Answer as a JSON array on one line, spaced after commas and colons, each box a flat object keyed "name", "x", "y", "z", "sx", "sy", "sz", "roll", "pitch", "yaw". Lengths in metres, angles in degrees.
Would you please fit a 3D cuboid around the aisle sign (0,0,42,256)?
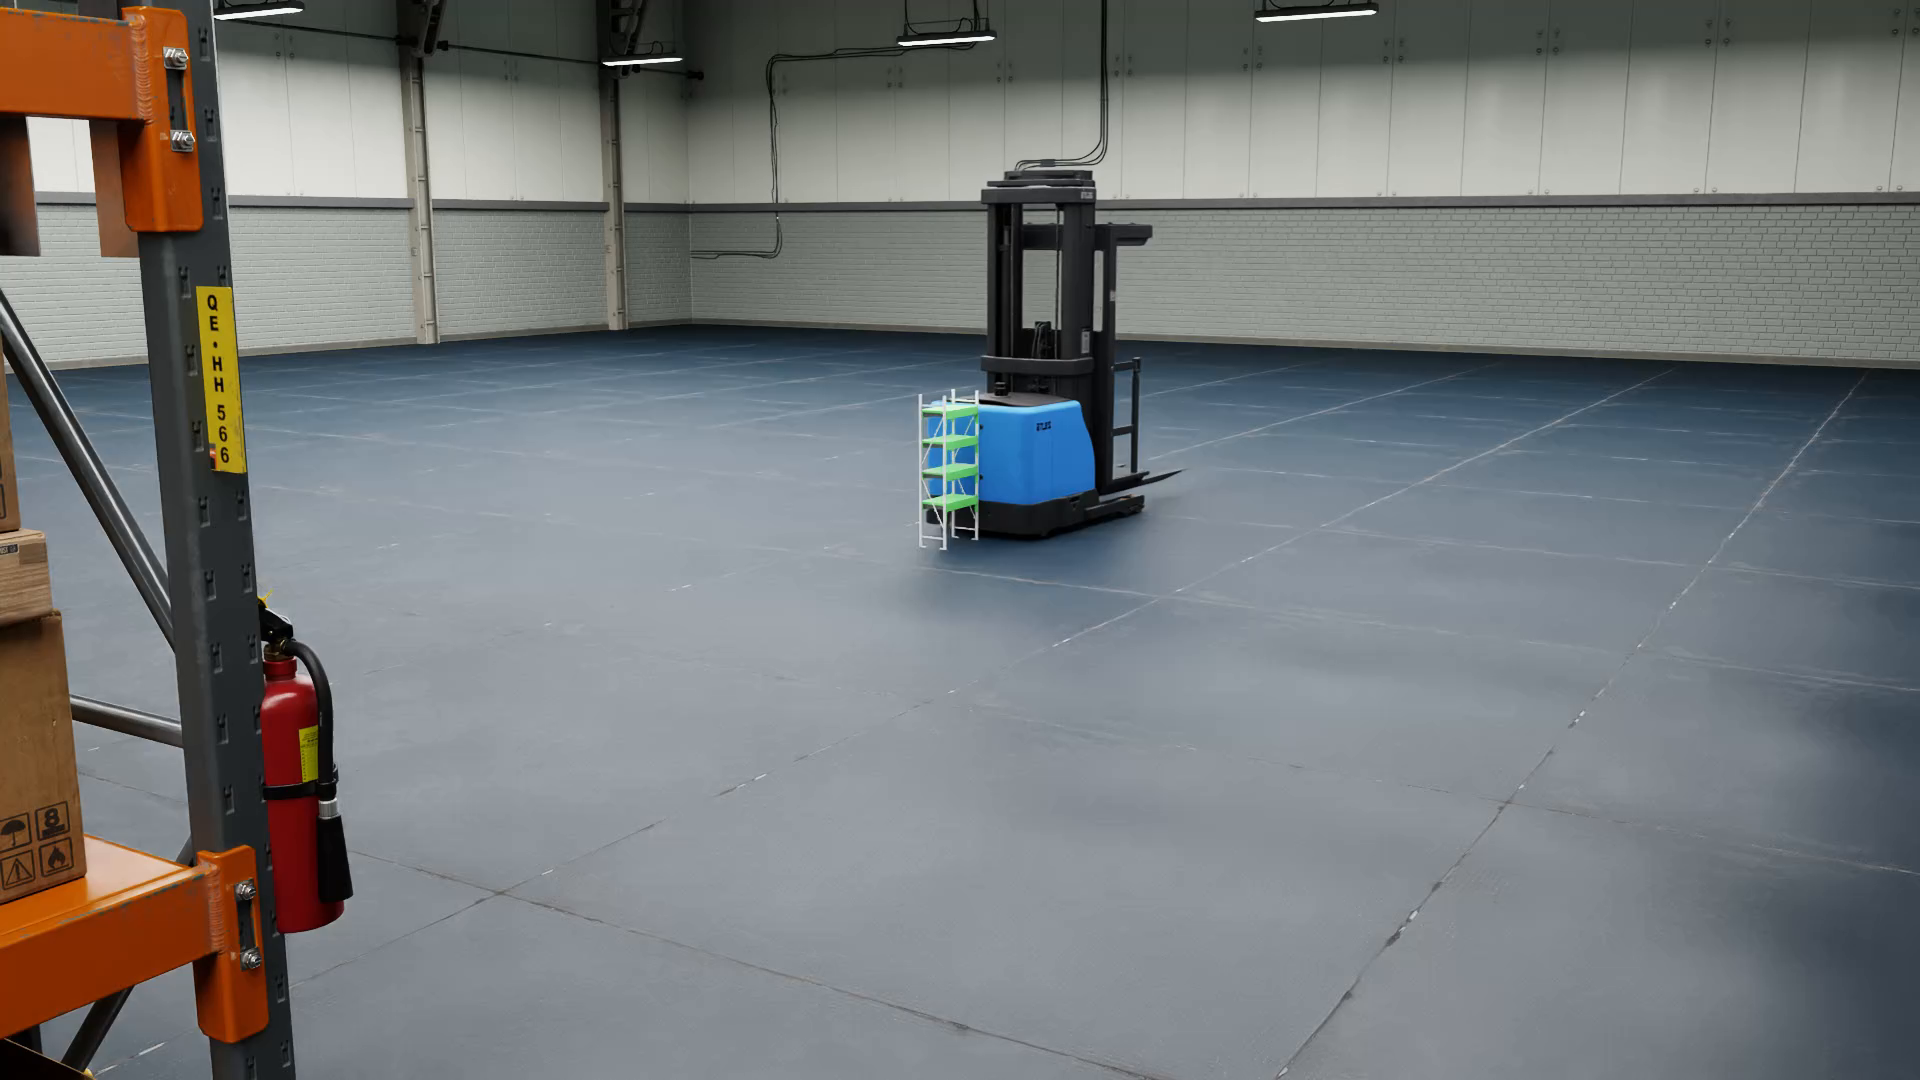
[{"name": "aisle sign", "x": -1.989, "y": -0.968, "z": 3.322, "sx": 0.394, "sy": 0.787, "sz": 0.004, "roll": 6, "pitch": 12, "yaw": 31}]

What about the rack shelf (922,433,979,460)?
[{"name": "rack shelf", "x": -0.086, "y": -0.737, "z": 13.087, "sx": 0.258, "sy": 0.148, "sz": 0.480, "roll": 6, "pitch": 12, "yaw": 31}]

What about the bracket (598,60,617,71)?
[{"name": "bracket", "x": -8.409, "y": -11.331, "z": 39.659, "sx": 0.235, "sy": 0.232, "sz": 0.430, "roll": 6, "pitch": 12, "yaw": 31}]

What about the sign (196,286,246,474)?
[{"name": "sign", "x": -1.305, "y": -0.282, "z": 2.933, "sx": 0.100, "sy": 0.325, "sz": 0.005, "roll": 6, "pitch": 12, "yaw": 31}]

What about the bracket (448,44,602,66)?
[{"name": "bracket", "x": -9.746, "y": -10.926, "z": 37.495, "sx": 0.076, "sy": 0.066, "sz": 4.783, "roll": 6, "pitch": 12, "yaw": 31}]

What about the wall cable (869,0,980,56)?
[{"name": "wall cable", "x": -0.880, "y": -12.636, "z": 38.763, "sx": 3.097, "sy": 2.526, "sz": 0.112, "roll": 6, "pitch": 12, "yaw": 31}]

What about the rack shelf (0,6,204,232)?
[{"name": "rack shelf", "x": -2.800, "y": -0.457, "z": 1.460, "sx": 1.077, "sy": 0.370, "sz": 4.000, "roll": 6, "pitch": 12, "yaw": 31}]

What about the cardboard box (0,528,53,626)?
[{"name": "cardboard box", "x": -1.797, "y": 0.060, "z": 2.862, "sx": 0.380, "sy": 0.149, "sz": 0.250, "roll": 6, "pitch": 12, "yaw": 30}]

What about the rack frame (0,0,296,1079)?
[{"name": "rack frame", "x": -1.759, "y": 0.350, "z": 3.348, "sx": 0.949, "sy": 2.616, "sz": 0.053, "roll": 6, "pitch": 12, "yaw": 31}]

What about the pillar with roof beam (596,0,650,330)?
[{"name": "pillar with roof beam", "x": -4.817, "y": -9.250, "z": 38.323, "sx": 9.100, "sy": 9.000, "sz": 0.548, "roll": 6, "pitch": 12, "yaw": 31}]

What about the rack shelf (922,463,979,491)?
[{"name": "rack shelf", "x": -0.086, "y": -0.501, "z": 13.131, "sx": 0.258, "sy": 0.148, "sz": 0.480, "roll": 6, "pitch": 12, "yaw": 31}]

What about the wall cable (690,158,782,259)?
[{"name": "wall cable", "x": -5.837, "y": -8.472, "z": 42.606, "sx": 3.097, "sy": 2.526, "sz": 0.112, "roll": 6, "pitch": 12, "yaw": 31}]

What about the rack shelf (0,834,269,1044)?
[{"name": "rack shelf", "x": -2.800, "y": 1.018, "z": 1.736, "sx": 1.077, "sy": 0.370, "sz": 4.000, "roll": 6, "pitch": 12, "yaw": 31}]

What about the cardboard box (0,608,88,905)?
[{"name": "cardboard box", "x": -2.015, "y": 0.373, "z": 2.955, "sx": 0.700, "sy": 0.500, "sz": 0.500, "roll": 6, "pitch": 12, "yaw": 31}]

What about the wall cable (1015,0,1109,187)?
[{"name": "wall cable", "x": 2.268, "y": -10.760, "z": 37.149, "sx": 2.305, "sy": 6.003, "sz": 0.169, "roll": 6, "pitch": 12, "yaw": 31}]

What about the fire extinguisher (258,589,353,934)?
[{"name": "fire extinguisher", "x": -1.303, "y": 0.413, "z": 3.219, "sx": 0.296, "sy": 0.674, "sz": 0.183, "roll": 6, "pitch": 12, "yaw": 31}]

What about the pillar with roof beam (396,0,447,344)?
[{"name": "pillar with roof beam", "x": -7.932, "y": -8.306, "z": 33.283, "sx": 9.100, "sy": 9.000, "sz": 0.548, "roll": 6, "pitch": 12, "yaw": 31}]

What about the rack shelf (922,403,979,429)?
[{"name": "rack shelf", "x": -0.086, "y": -0.973, "z": 13.043, "sx": 0.258, "sy": 0.148, "sz": 0.480, "roll": 6, "pitch": 12, "yaw": 31}]

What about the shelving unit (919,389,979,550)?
[{"name": "shelving unit", "x": -0.086, "y": -0.564, "z": 13.119, "sx": 0.258, "sy": 1.200, "sz": 0.503, "roll": 6, "pitch": 12, "yaw": 31}]

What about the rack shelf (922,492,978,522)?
[{"name": "rack shelf", "x": -0.086, "y": -0.265, "z": 13.175, "sx": 0.258, "sy": 0.148, "sz": 0.480, "roll": 6, "pitch": 12, "yaw": 31}]

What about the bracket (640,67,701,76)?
[{"name": "bracket", "x": -7.054, "y": -11.742, "z": 41.851, "sx": 0.076, "sy": 0.066, "sz": 3.189, "roll": 6, "pitch": 12, "yaw": 31}]

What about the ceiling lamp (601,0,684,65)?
[{"name": "ceiling lamp", "x": -6.444, "y": -11.469, "z": 34.313, "sx": 2.000, "sy": 3.185, "sz": 0.800, "roll": 6, "pitch": 12, "yaw": 31}]

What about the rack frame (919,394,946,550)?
[{"name": "rack frame", "x": -0.213, "y": -0.525, "z": 12.914, "sx": 0.240, "sy": 1.200, "sz": 0.015, "roll": 6, "pitch": 12, "yaw": 31}]

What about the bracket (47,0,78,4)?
[{"name": "bracket", "x": -15.977, "y": -9.039, "z": 27.414, "sx": 0.076, "sy": 0.066, "sz": 4.783, "roll": 6, "pitch": 12, "yaw": 31}]

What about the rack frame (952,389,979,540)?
[{"name": "rack frame", "x": 0.041, "y": -0.602, "z": 13.324, "sx": 0.240, "sy": 1.200, "sz": 0.015, "roll": 6, "pitch": 12, "yaw": 31}]

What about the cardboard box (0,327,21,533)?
[{"name": "cardboard box", "x": -2.042, "y": -0.257, "z": 2.791, "sx": 0.700, "sy": 0.500, "sz": 0.500, "roll": 6, "pitch": 12, "yaw": 31}]

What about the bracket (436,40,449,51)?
[{"name": "bracket", "x": -11.093, "y": -10.518, "z": 35.316, "sx": 0.235, "sy": 0.232, "sz": 0.430, "roll": 6, "pitch": 12, "yaw": 31}]

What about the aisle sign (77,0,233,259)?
[{"name": "aisle sign", "x": -1.476, "y": -0.910, "z": 3.016, "sx": 0.394, "sy": 0.787, "sz": 0.004, "roll": 6, "pitch": 12, "yaw": 31}]

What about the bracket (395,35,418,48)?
[{"name": "bracket", "x": -11.524, "y": -10.388, "z": 34.619, "sx": 0.235, "sy": 0.232, "sz": 0.430, "roll": 6, "pitch": 12, "yaw": 31}]

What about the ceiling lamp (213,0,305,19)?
[{"name": "ceiling lamp", "x": -11.173, "y": -10.036, "z": 26.660, "sx": 2.000, "sy": 3.185, "sz": 0.800, "roll": 6, "pitch": 12, "yaw": 31}]

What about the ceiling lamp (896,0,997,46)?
[{"name": "ceiling lamp", "x": -0.128, "y": -10.763, "z": 30.542, "sx": 2.000, "sy": 3.185, "sz": 0.800, "roll": 6, "pitch": 12, "yaw": 31}]

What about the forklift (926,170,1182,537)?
[{"name": "forklift", "x": 0.967, "y": -1.688, "z": 14.420, "sx": 1.130, "sy": 2.935, "sz": 3.031, "roll": 7, "pitch": 13, "yaw": 34}]

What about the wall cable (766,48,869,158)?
[{"name": "wall cable", "x": -3.525, "y": -10.696, "z": 40.761, "sx": 3.097, "sy": 2.526, "sz": 0.112, "roll": 6, "pitch": 12, "yaw": 31}]

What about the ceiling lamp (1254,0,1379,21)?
[{"name": "ceiling lamp", "x": 5.906, "y": -10.088, "z": 26.939, "sx": 2.000, "sy": 3.185, "sz": 0.800, "roll": 6, "pitch": 12, "yaw": 31}]

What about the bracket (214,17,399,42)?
[{"name": "bracket", "x": -12.861, "y": -9.983, "z": 32.454, "sx": 0.076, "sy": 0.066, "sz": 4.783, "roll": 6, "pitch": 12, "yaw": 31}]

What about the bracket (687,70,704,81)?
[{"name": "bracket", "x": -6.747, "y": -11.835, "z": 42.347, "sx": 0.235, "sy": 0.232, "sz": 0.430, "roll": 6, "pitch": 12, "yaw": 31}]

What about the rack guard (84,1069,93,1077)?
[{"name": "rack guard", "x": -1.749, "y": 1.575, "z": 3.600, "sx": 1.175, "sy": 0.500, "sz": 0.348, "roll": 6, "pitch": 12, "yaw": 31}]

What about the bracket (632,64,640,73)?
[{"name": "bracket", "x": -7.978, "y": -11.462, "z": 40.356, "sx": 0.235, "sy": 0.232, "sz": 0.430, "roll": 6, "pitch": 12, "yaw": 31}]
